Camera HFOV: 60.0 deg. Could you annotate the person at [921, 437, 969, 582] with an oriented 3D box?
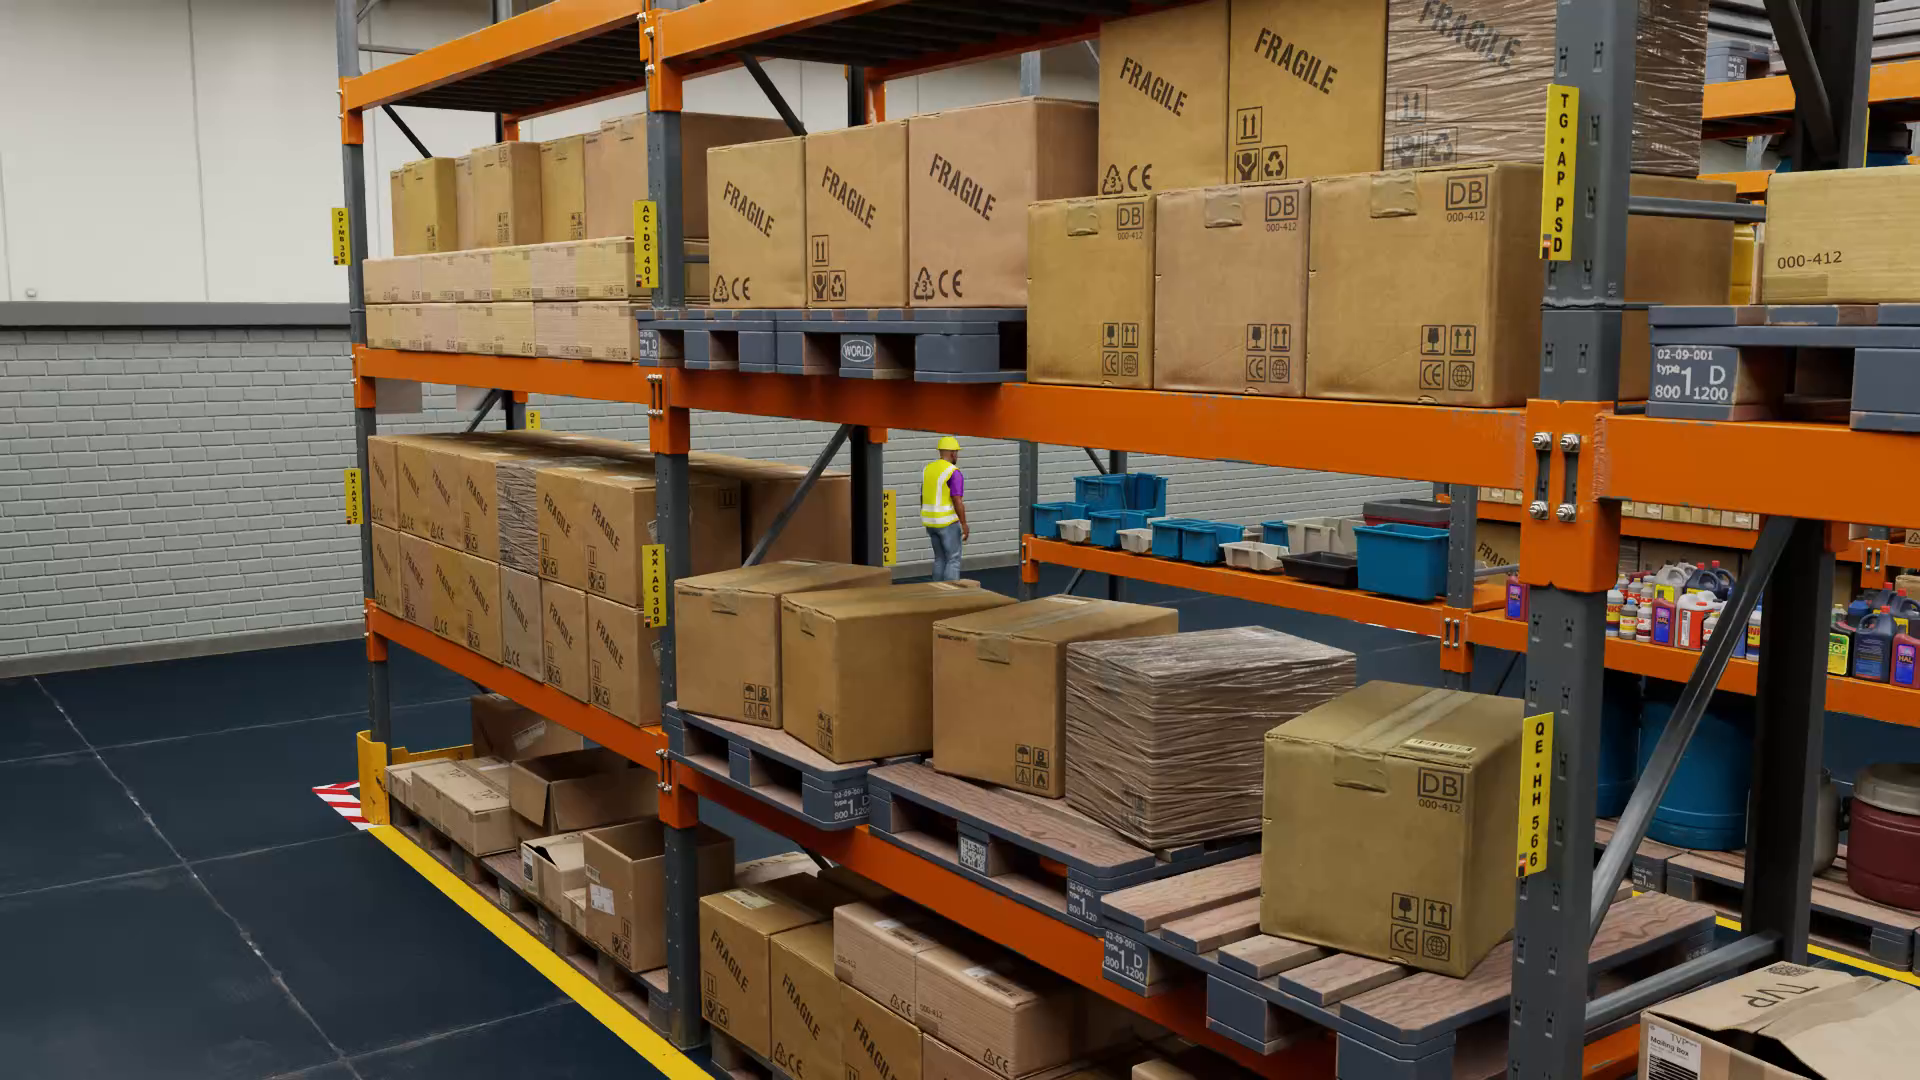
[{"bbox_3d":[-0.150,-0.177,17.037,0.454,1.761,0.636,-6,10,-39],"label":"person"}]
